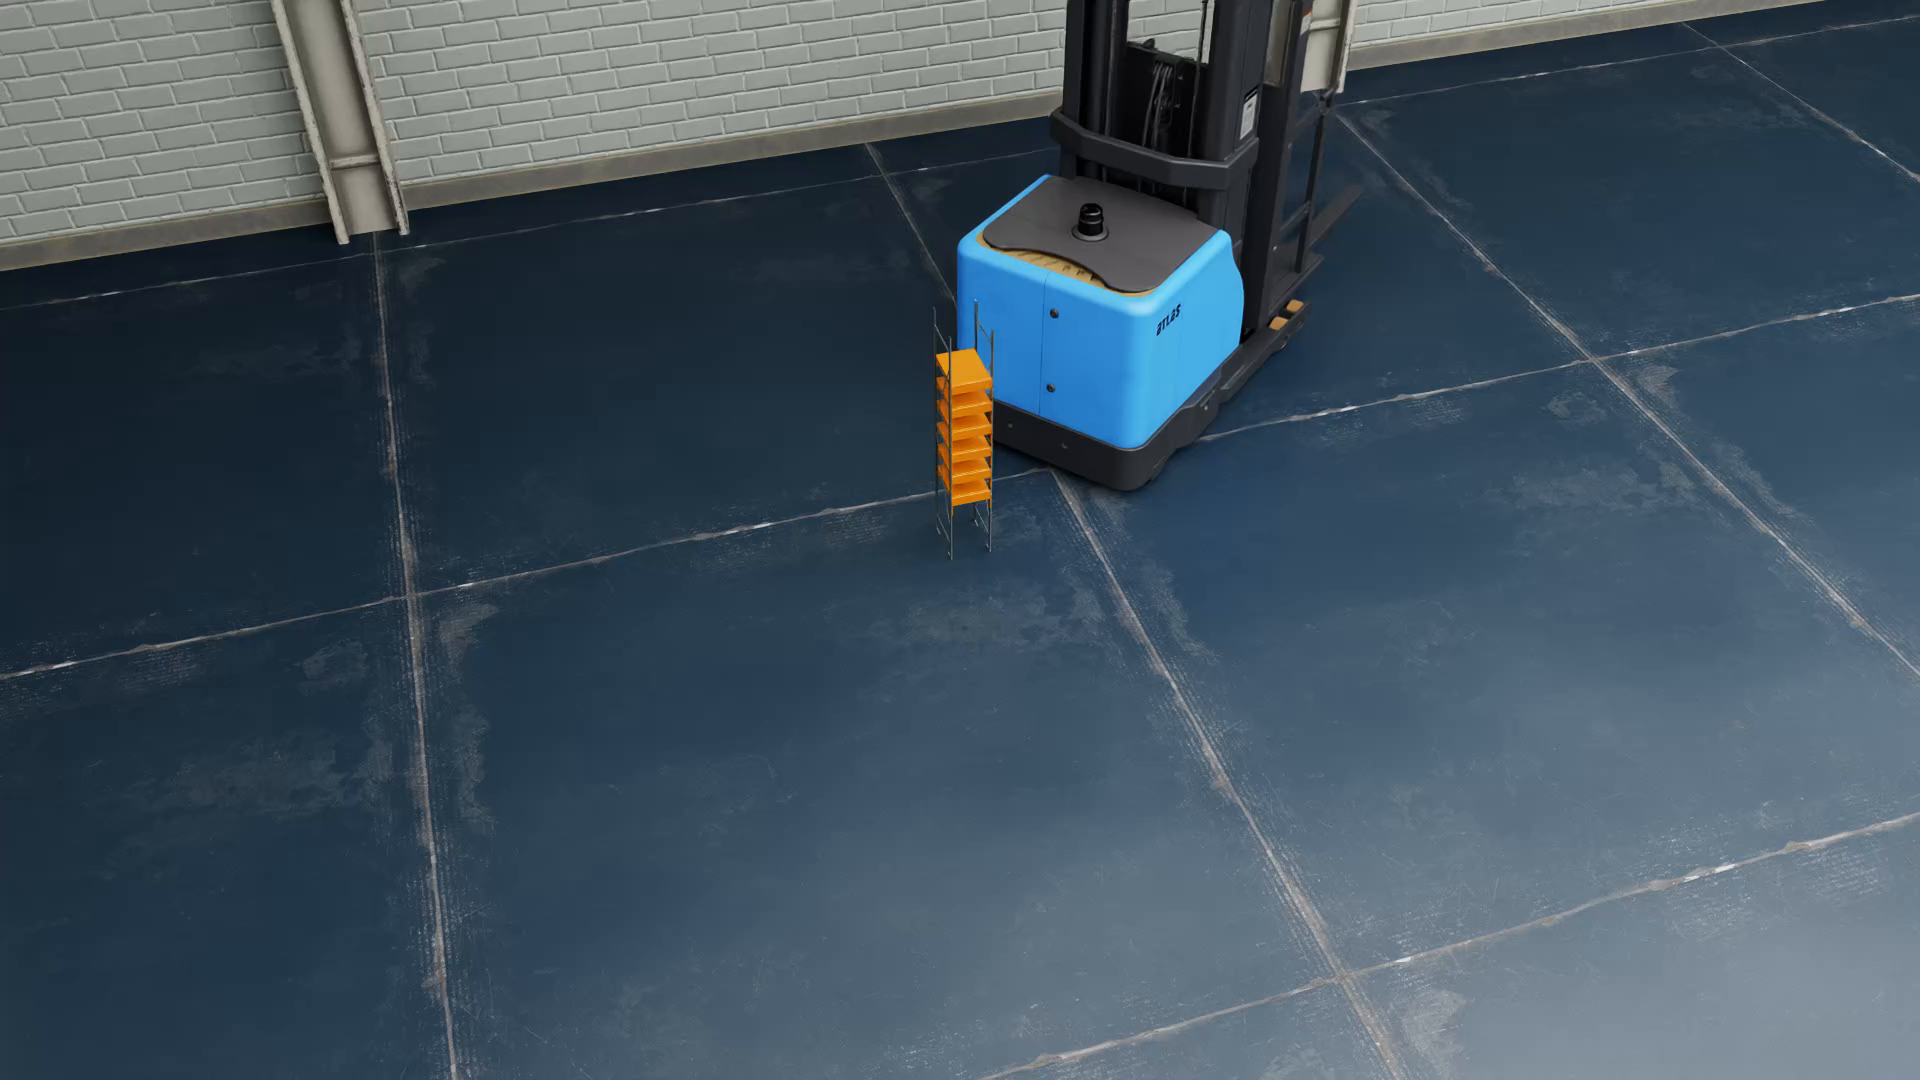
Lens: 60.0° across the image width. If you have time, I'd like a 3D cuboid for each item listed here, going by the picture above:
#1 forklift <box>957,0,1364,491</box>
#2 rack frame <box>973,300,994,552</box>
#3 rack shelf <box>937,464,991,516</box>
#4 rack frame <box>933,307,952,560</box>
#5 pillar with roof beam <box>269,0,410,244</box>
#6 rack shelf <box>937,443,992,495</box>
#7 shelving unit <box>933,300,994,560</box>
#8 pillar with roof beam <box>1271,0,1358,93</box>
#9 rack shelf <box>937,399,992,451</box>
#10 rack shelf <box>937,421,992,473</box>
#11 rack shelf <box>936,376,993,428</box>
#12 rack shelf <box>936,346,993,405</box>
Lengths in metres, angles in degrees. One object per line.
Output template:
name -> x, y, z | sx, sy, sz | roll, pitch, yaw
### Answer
forklift -> 1.210, -2.271, 7.971 | 1.130, 2.935, 3.031 | 24, 46, 25
rack frame -> 0.101, -0.473, 7.229 | 0.006, 1.200, 0.240 | -12, 42, -13
rack shelf -> 0.014, -0.241, 7.395 | 0.180, 0.103, 0.258 | -12, 42, -13
rack frame -> -0.073, -0.437, 7.187 | 0.006, 1.200, 0.240 | -12, 42, -13
pillar with roof beam -> -2.130, -2.518, 3.643 | 0.400, 9.000, 9.100 | -12, 42, -13
rack shelf -> 0.014, -0.331, 7.316 | 0.180, 0.103, 0.258 | -12, 42, -13
shelving unit -> 0.014, -0.455, 7.208 | 0.189, 1.200, 0.258 | -12, 42, -13
pillar with roof beam -> 3.593, -3.704, 5.000 | 0.400, 9.000, 9.100 | -12, 42, -13
rack shelf -> 0.014, -0.512, 7.158 | 0.180, 0.103, 0.258 | -12, 42, -13
rack shelf -> 0.014, -0.421, 7.237 | 0.180, 0.103, 0.258 | -12, 42, -13
rack shelf -> 0.014, -0.602, 7.079 | 0.180, 0.103, 0.258 | -12, 42, -13
rack shelf -> 0.014, -0.692, 7.000 | 0.180, 0.103, 0.258 | -12, 42, -13
